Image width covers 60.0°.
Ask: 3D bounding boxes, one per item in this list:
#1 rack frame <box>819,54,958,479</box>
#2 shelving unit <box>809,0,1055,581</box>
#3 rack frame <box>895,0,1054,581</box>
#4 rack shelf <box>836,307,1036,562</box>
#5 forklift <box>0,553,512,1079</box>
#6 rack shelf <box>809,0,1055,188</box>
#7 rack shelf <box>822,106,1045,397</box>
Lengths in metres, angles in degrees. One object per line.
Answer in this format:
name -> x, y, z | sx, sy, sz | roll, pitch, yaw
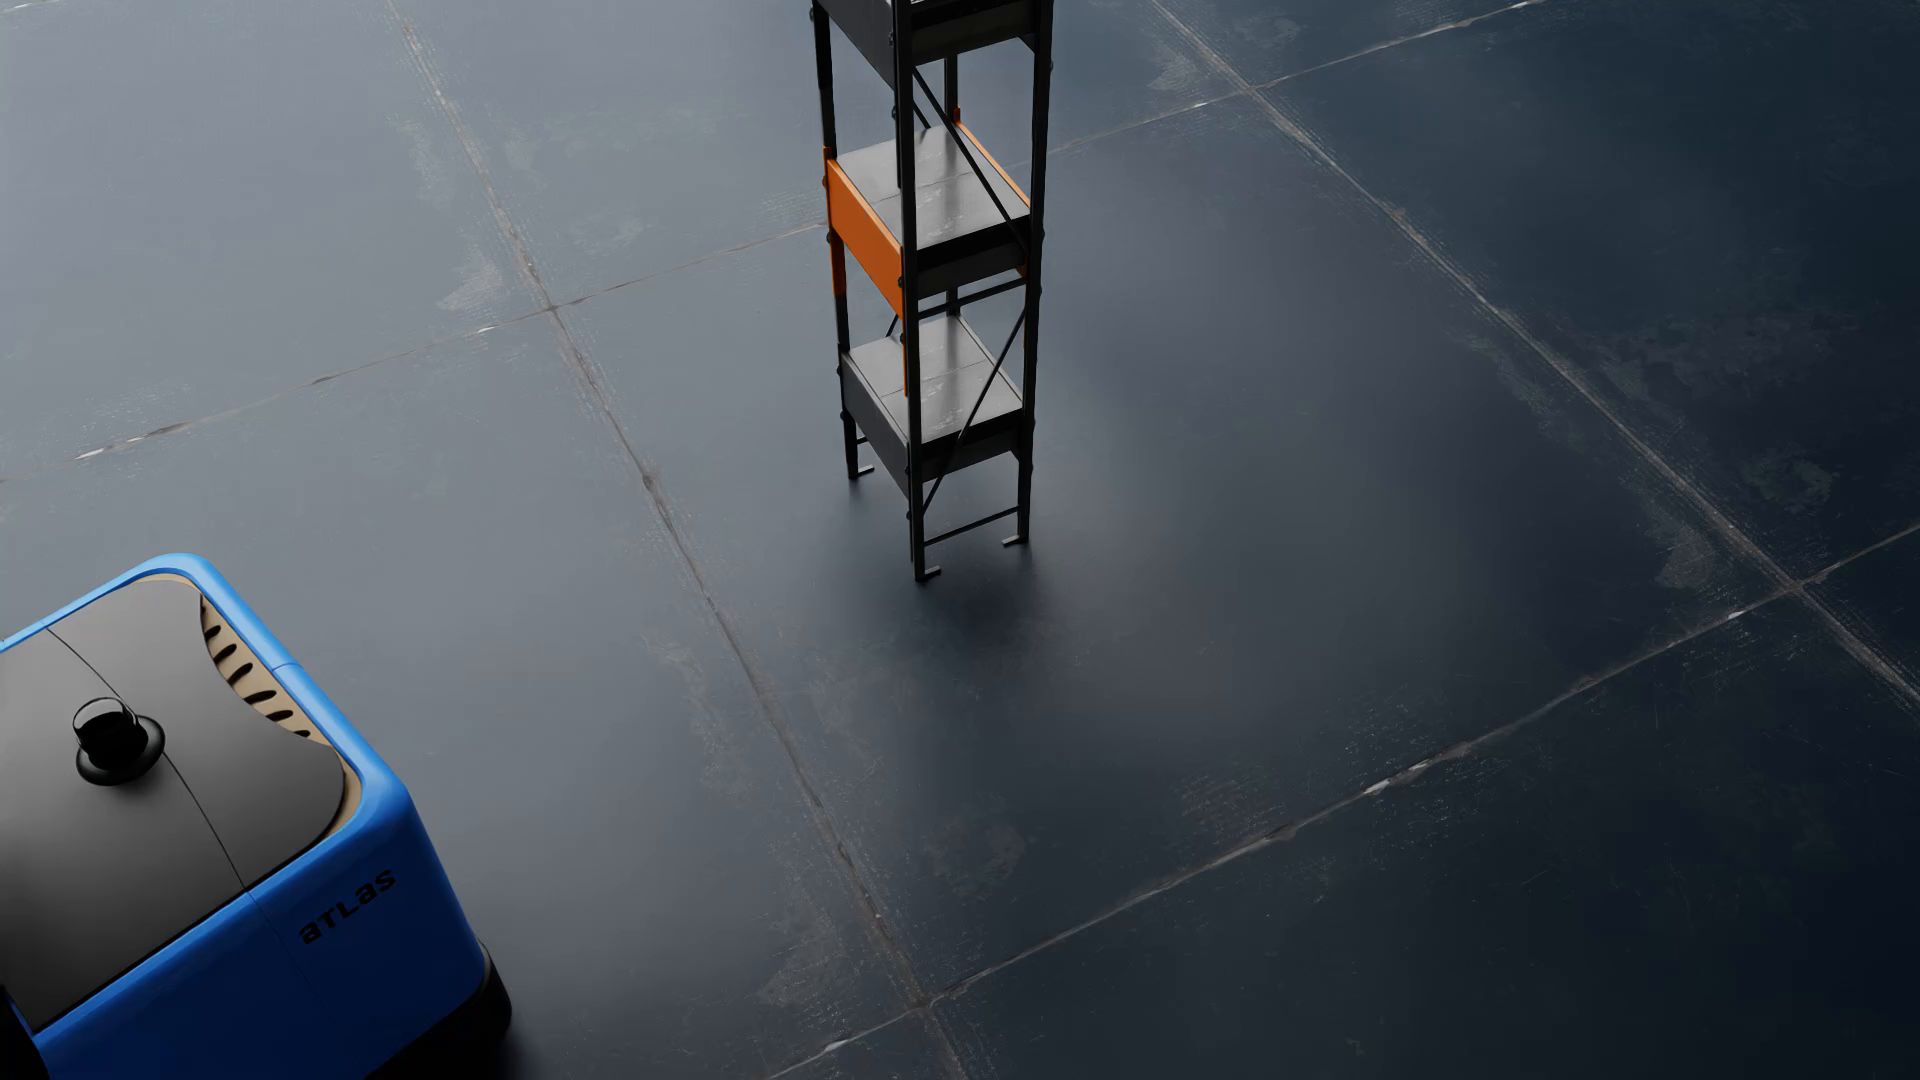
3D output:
rack frame -> -0.187, -0.965, 4.699 | 0.400, 2.100, 0.015 | -21, 52, -18
shelving unit -> -0.076, -0.802, 4.557 | 0.431, 2.100, 0.503 | -21, 52, -18
rack frame -> 0.036, -0.639, 4.414 | 0.400, 2.100, 0.015 | -21, 52, -18
rack shelf -> -0.076, -0.332, 5.094 | 0.431, 0.518, 0.480 | -21, 52, -18
forklift -> -2.522, 0.776, 2.624 | 3.031, 2.935, 1.130 | -36, 58, -27
rack shelf -> -0.076, -1.254, 4.040 | 0.431, 0.518, 0.480 | -21, 52, -18
rack shelf -> -0.076, -0.793, 4.567 | 0.431, 0.518, 0.480 | -21, 52, -18
